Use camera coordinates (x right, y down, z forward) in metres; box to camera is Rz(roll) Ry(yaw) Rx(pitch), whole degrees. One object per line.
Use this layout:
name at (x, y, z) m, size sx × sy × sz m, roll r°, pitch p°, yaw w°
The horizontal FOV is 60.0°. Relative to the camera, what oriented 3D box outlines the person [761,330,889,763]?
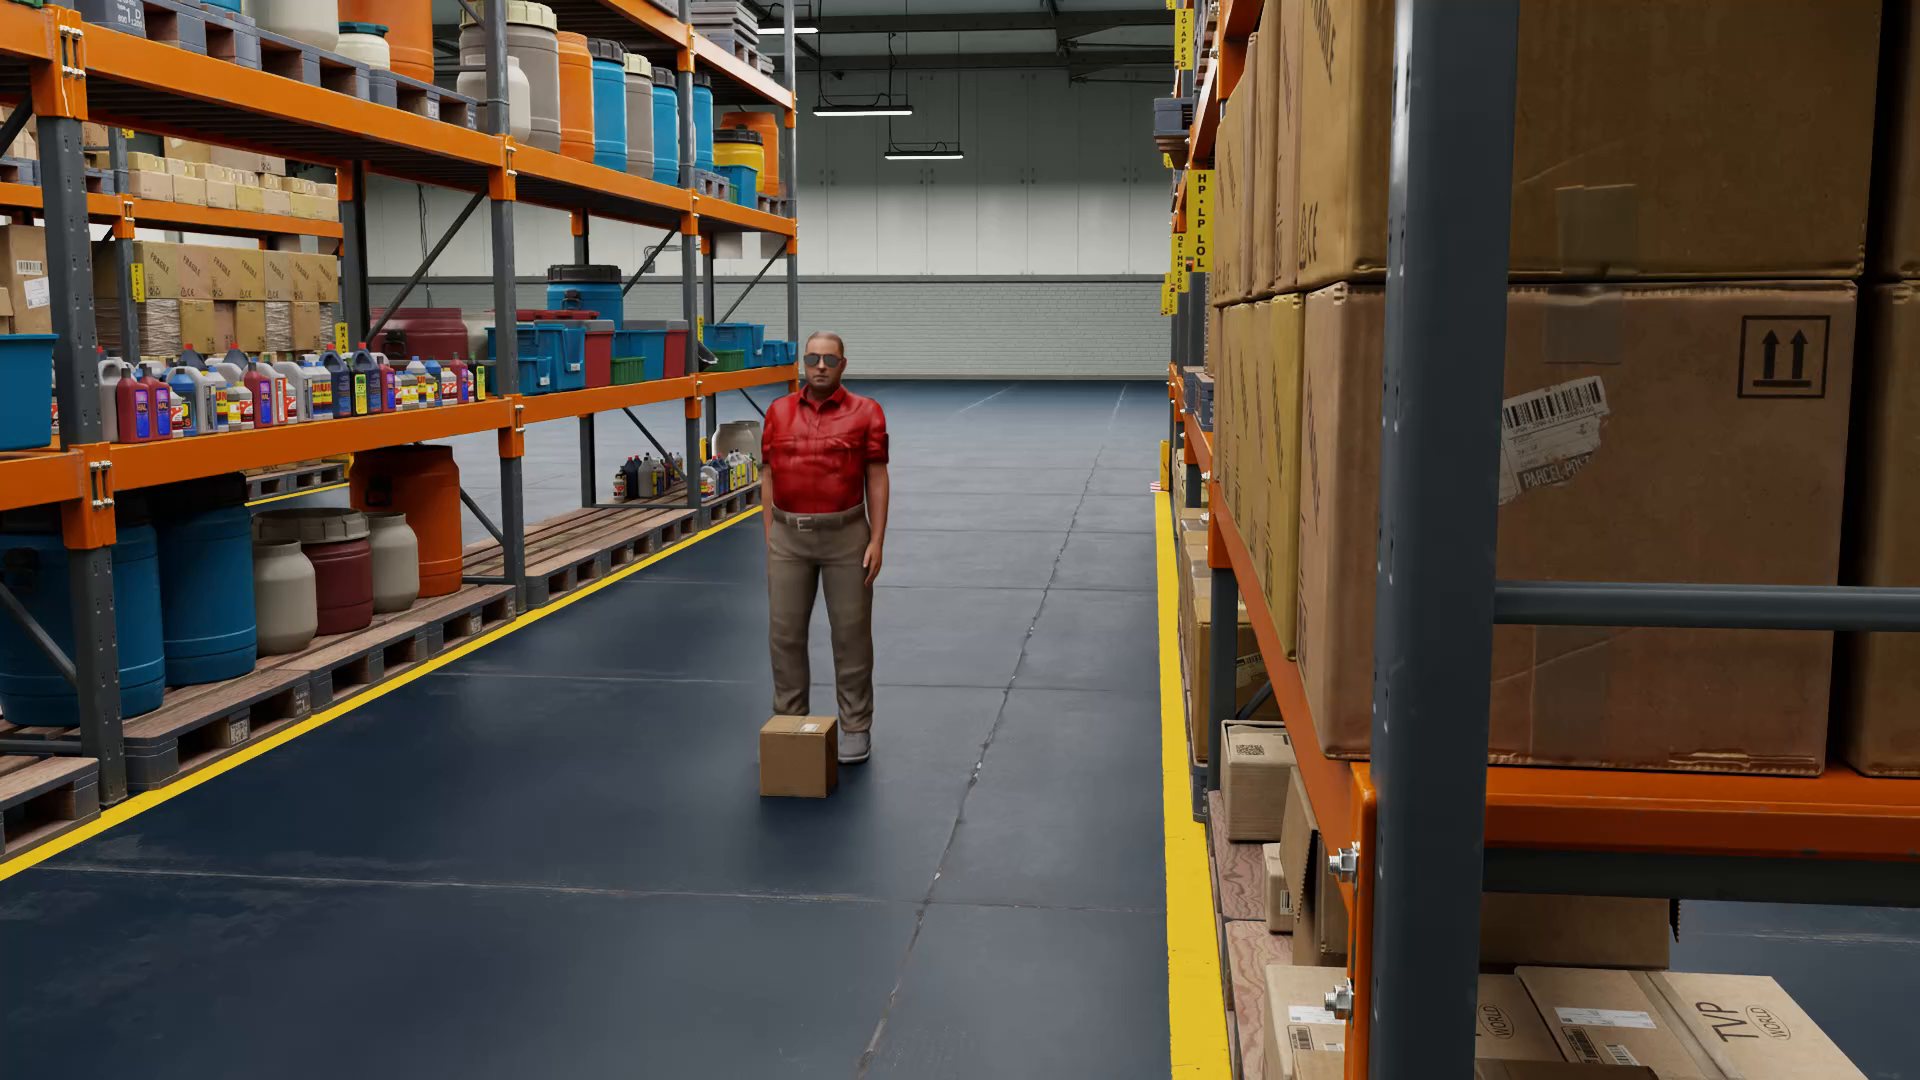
person at (-0.550, 0.027, 6.679) m, size 0.527 × 1.725 × 0.361 m, roll 1°, pitch 8°, yaw 8°
